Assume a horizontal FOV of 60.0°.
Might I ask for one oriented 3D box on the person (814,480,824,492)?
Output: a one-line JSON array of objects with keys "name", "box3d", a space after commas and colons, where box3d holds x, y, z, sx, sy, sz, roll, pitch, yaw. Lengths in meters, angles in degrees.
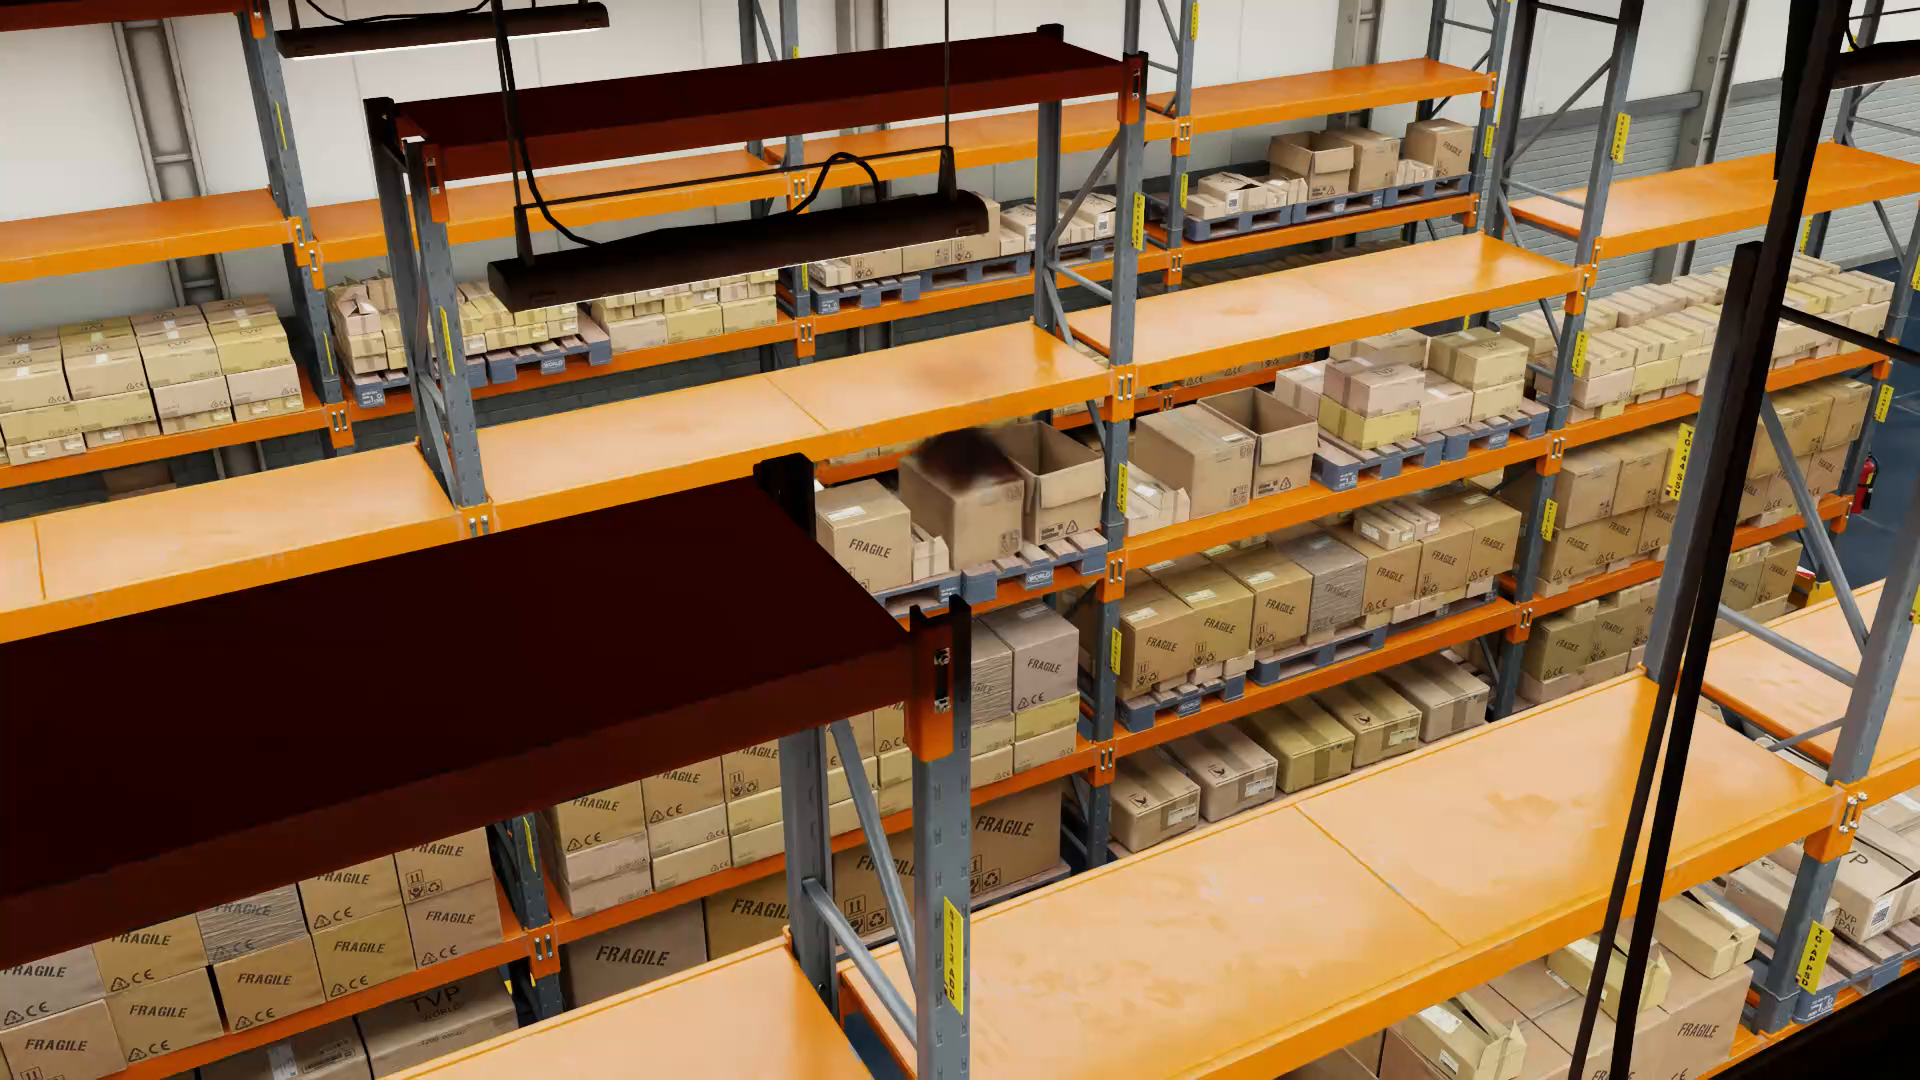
[{"name": "person", "box3d": [-1.254, 0.345, 14.128, 0.607, 1.796, 0.605, -24, 36, -37]}]
